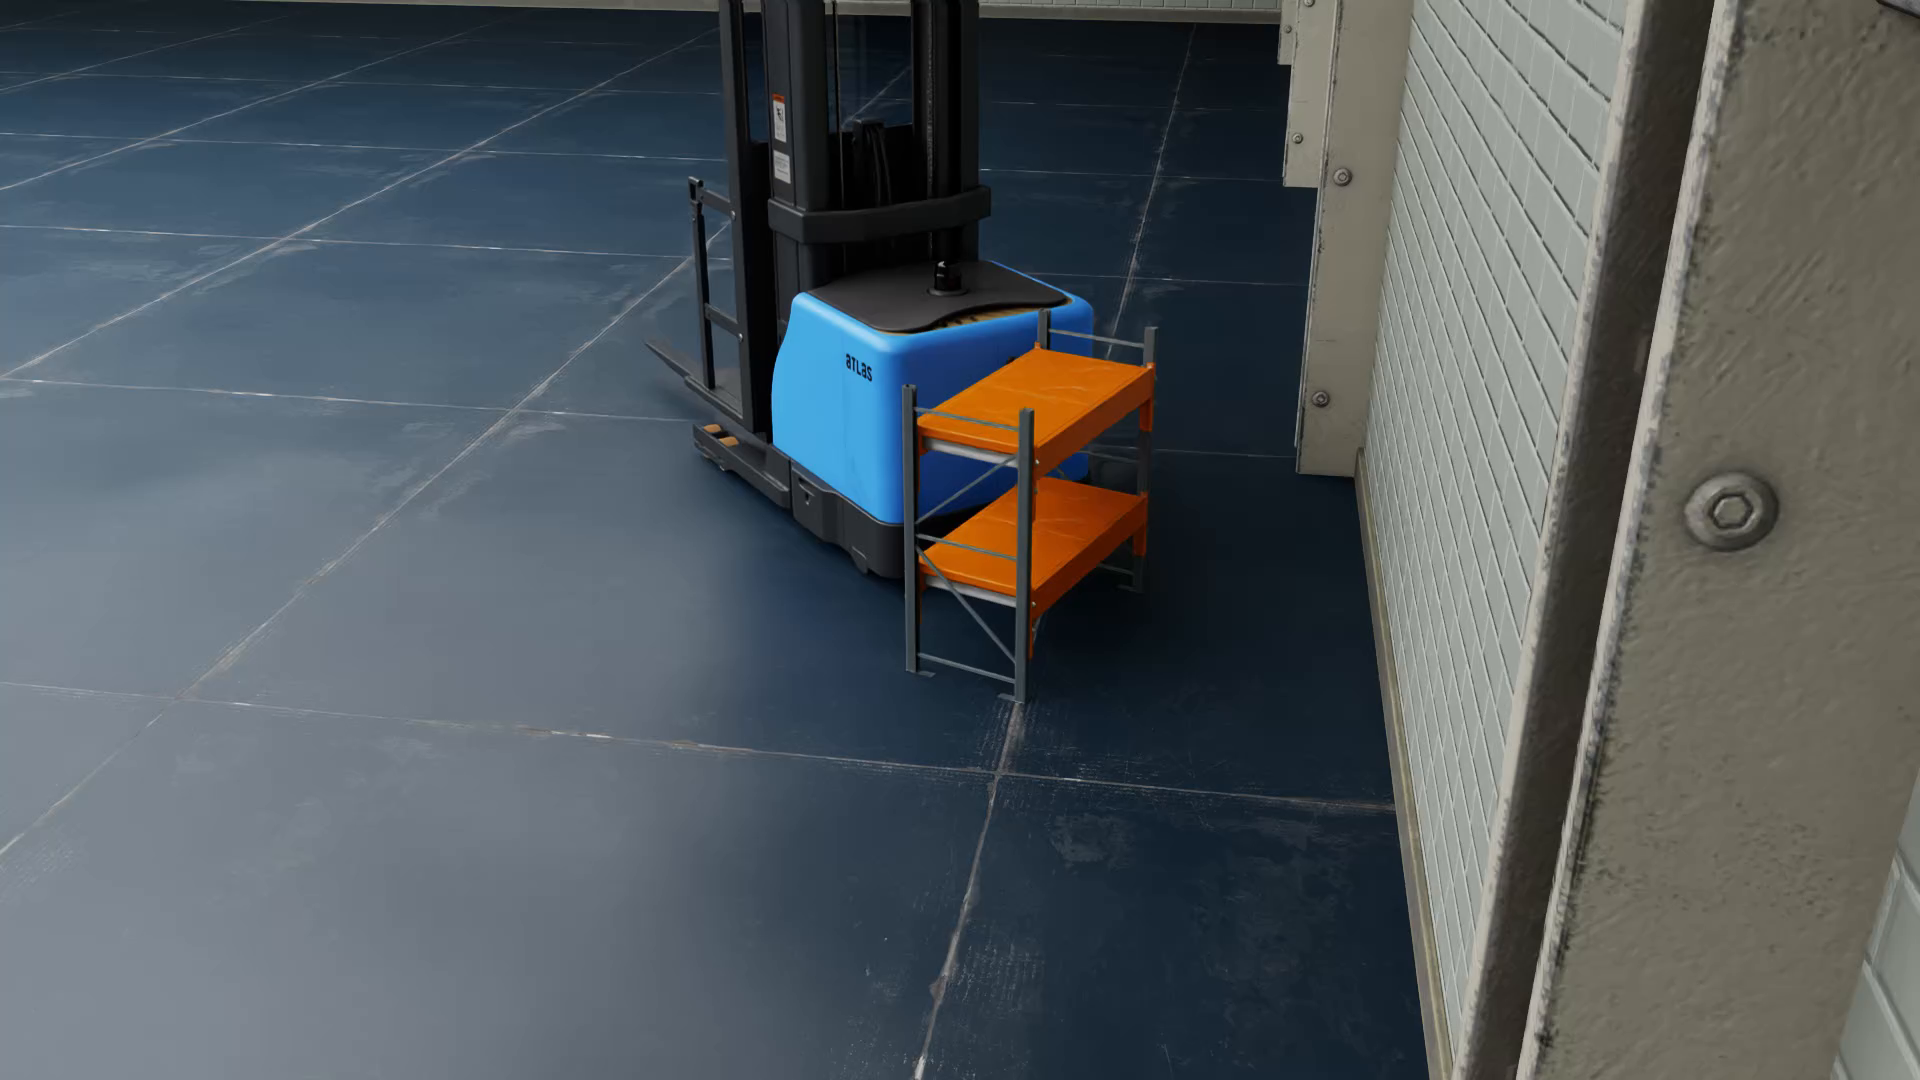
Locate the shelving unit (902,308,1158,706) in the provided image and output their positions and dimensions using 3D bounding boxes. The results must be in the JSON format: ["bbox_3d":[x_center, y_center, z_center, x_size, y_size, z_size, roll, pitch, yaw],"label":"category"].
[{"bbox_3d":[0.277,-0.159,6.263,0.538,1.125,1.048,14,28,27],"label":"shelving unit"}]

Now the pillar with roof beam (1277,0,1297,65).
[{"bbox_3d":[-0.499,-9.783,17.536,9.100,9.000,0.400,4,25,9],"label":"pillar with roof beam"}]

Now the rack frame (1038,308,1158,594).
[{"bbox_3d":[0.531,-0.346,6.662,0.500,1.125,0.032,14,28,27],"label":"rack frame"}]

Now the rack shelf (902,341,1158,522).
[{"bbox_3d":[0.277,-0.424,6.139,0.538,0.278,1.000,14,28,27],"label":"rack shelf"}]

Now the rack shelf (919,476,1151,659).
[{"bbox_3d":[0.277,0.062,6.367,0.538,0.278,1.000,14,28,27],"label":"rack shelf"}]

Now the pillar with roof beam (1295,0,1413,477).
[{"bbox_3d":[-2.460,-4.764,6.814,9.100,9.000,0.400,4,25,9],"label":"pillar with roof beam"}]

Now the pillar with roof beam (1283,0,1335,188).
[{"bbox_3d":[-1.479,-7.274,12.175,9.100,9.000,0.400,4,25,9],"label":"pillar with roof beam"}]

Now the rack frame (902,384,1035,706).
[{"bbox_3d":[0.024,0.028,5.864,0.500,1.125,0.032,14,28,27],"label":"rack frame"}]

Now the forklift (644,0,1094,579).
[{"bbox_3d":[-0.639,-1.749,7.529,1.130,2.935,3.031,-15,29,-29],"label":"forklift"}]
